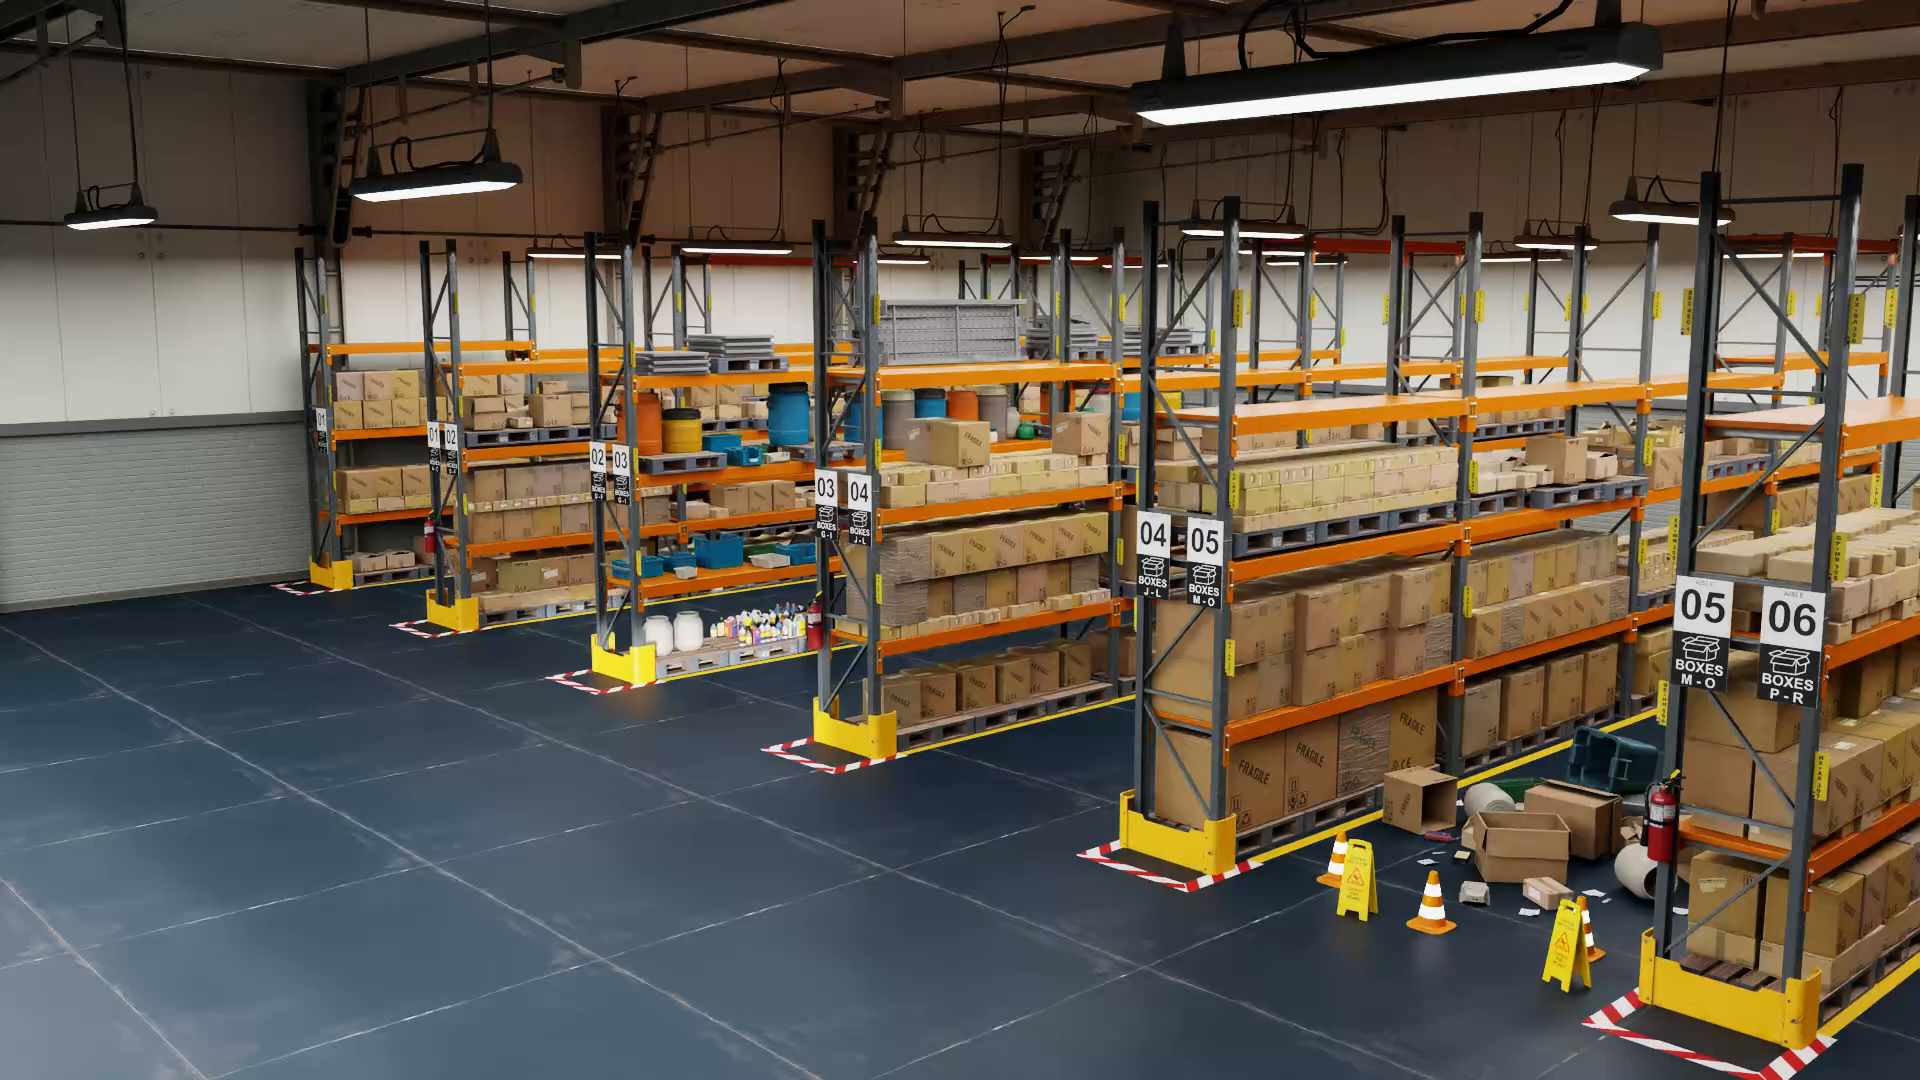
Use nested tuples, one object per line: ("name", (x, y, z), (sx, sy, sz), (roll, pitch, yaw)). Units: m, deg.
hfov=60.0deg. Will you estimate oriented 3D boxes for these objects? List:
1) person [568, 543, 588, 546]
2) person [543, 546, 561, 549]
("person", (-6.692, 0.046, 29.356), (0.622, 1.727, 0.737), (7, 11, 38))
("person", (-7.293, -0.043, 29.985), (0.576, 1.651, 0.578), (7, 11, 40))
